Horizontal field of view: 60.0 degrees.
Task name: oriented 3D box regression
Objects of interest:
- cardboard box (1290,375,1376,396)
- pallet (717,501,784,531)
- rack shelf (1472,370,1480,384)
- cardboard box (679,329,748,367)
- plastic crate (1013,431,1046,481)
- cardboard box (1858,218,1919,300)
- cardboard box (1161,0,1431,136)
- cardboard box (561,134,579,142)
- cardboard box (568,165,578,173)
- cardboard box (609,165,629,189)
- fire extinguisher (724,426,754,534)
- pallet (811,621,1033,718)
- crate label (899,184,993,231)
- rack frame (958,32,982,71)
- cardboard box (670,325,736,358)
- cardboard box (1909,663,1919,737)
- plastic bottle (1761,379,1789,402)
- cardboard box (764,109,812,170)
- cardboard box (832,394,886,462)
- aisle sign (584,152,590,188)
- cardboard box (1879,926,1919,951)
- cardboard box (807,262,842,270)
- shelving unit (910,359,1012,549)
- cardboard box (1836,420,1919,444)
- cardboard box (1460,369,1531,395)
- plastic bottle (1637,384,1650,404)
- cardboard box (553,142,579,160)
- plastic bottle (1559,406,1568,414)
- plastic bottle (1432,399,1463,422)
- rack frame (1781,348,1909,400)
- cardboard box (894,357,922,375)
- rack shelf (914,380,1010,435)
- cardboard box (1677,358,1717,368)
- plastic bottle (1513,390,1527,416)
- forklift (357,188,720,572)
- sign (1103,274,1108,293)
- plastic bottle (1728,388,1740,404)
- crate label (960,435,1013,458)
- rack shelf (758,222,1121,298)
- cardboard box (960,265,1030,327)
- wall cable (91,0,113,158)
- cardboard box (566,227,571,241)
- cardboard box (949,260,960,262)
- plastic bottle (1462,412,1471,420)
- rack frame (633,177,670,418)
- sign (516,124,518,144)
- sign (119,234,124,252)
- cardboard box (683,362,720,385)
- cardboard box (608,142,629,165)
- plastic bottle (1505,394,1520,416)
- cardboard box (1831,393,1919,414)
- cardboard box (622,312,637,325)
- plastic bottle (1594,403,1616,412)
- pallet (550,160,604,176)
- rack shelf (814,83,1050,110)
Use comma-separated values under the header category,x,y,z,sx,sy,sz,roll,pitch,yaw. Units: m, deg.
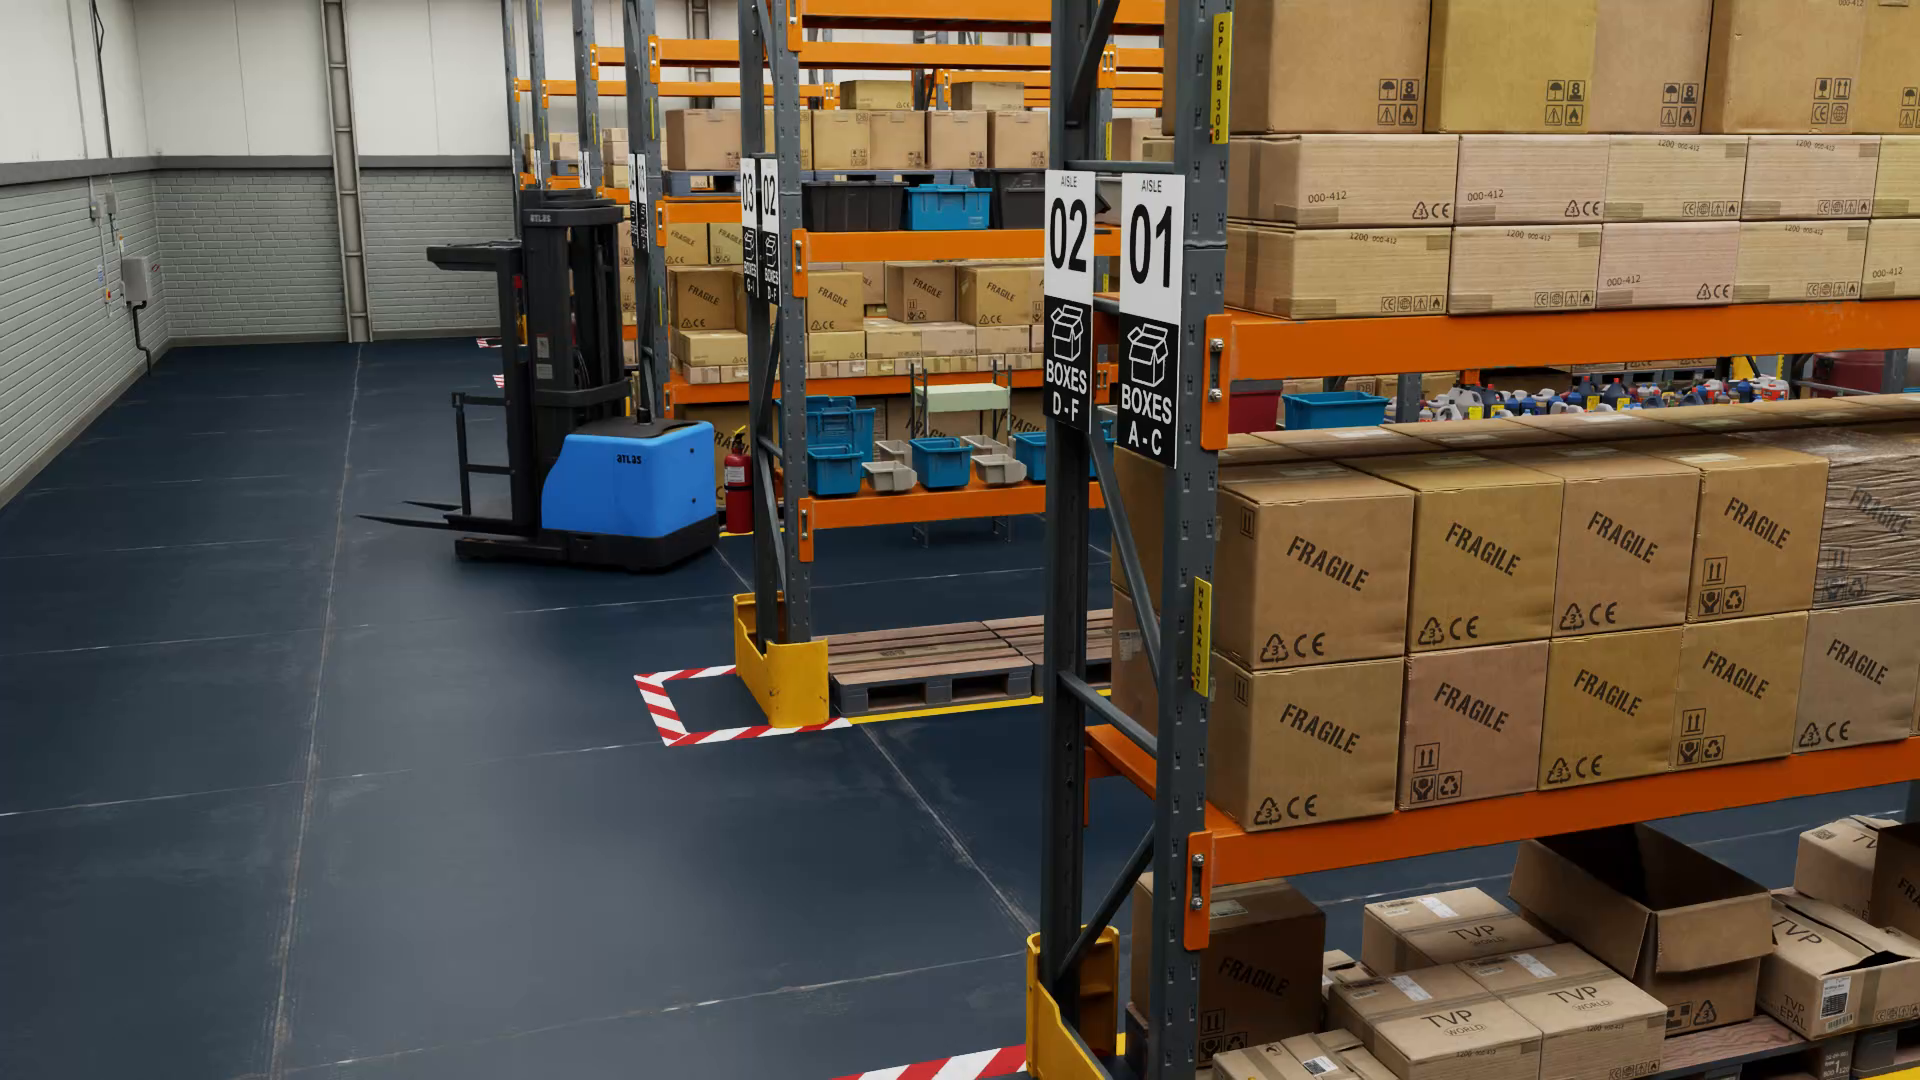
category,x,y,z,sx,sy,sz,roll,pitch,yaw
cardboard box,3.418,-1.251,16.602,0.875,0.875,1.225,-4,14,-18
pallet,-1.923,-0.319,15.030,1.213,0.211,1.003,-4,14,-18
rack shelf,6.822,-1.988,17.573,4.000,0.370,1.077,-4,14,-18
cardboard box,-2.115,-1.648,14.270,0.500,0.250,0.500,-5,14,-20
plastic crate,0.510,-0.505,10.014,0.300,0.233,0.416,-4,14,-18
cardboard box,2.966,-0.941,5.459,0.500,0.250,0.500,-4,14,-18
cardboard box,0.982,-1.463,4.952,0.500,0.500,0.700,-4,14,-18
cardboard box,-6.415,-6.647,27.725,0.500,0.250,0.500,-5,14,-18
cardboard box,-6.538,-6.212,27.836,0.250,0.149,0.380,-4,14,-18
cardboard box,-3.635,-4.059,18.566,0.500,0.250,0.500,-4,14,-16
fire extinguisher,-1.364,-0.383,10.244,0.183,0.674,0.296,-4,14,-18
pallet,-0.282,0.791,10.363,1.213,0.211,1.003,-4,14,-18
crate label,-0.099,-1.898,9.479,0.502,0.251,0.408,-4,14,-18
rack frame,0.179,-8.371,29.888,0.127,3.000,1.000,-4,14,-18
cardboard box,-2.281,-1.766,14.765,0.500,0.250,0.500,-5,14,-19
cardboard box,3.411,0.361,5.928,0.500,0.500,0.500,-4,14,-16
plastic bottle,6.041,-1.049,12.340,0.135,0.276,0.152,-4,14,-18
cardboard box,-1.609,-3.426,14.242,0.500,0.500,0.700,-5,14,-20
cardboard box,-1.213,-0.903,15.139,0.875,0.875,0.875,-4,14,-18
aisle sign,-4.116,-3.889,18.392,0.004,0.787,0.394,-4,14,-18
cardboard box,3.505,1.596,6.162,0.250,0.149,0.380,-4,14,-18
cardboard box,-1.684,-3.012,19.463,0.500,0.500,0.500,-5,14,-18
shelving unit,0.006,-0.730,13.971,0.755,1.500,0.431,-4,14,-18
cardboard box,3.410,-0.125,5.808,0.500,0.500,0.500,-5,14,-19
cardboard box,5.552,-1.609,17.256,0.500,0.250,0.500,-4,14,-16
plastic bottle,4.998,-1.010,12.184,0.097,0.271,0.097,0,13,0
cardboard box,-5.419,-5.466,23.357,0.500,0.250,0.500,-6,15,-23
plastic bottle,4.040,-0.751,11.071,0.133,0.283,0.061,-4,14,-18
plastic bottle,3.190,-0.743,10.890,0.185,0.351,0.144,-4,14,-18
rack frame,6.506,-1.104,12.302,0.127,3.000,1.000,-4,14,-18
cardboard box,-0.509,-1.565,14.783,0.250,0.149,0.380,-4,14,-17
rack shelf,0.006,-1.110,13.881,0.720,0.370,0.431,-4,14,-18
cardboard box,10.401,-2.982,23.882,0.875,0.875,0.875,-4,14,-18
plastic bottle,3.937,-0.923,11.807,0.135,0.276,0.152,-4,14,-18
forklift,-3.565,-1.367,13.554,3.031,2.935,1.130,5,14,20
sign,1.313,-2.233,15.008,0.005,0.325,0.100,-4,14,-18
plastic bottle,5.782,-1.037,12.448,0.097,0.201,0.097,0,13,0
crate label,0.174,-0.559,10.449,0.243,0.136,0.396,-4,14,-18
rack shelf,0.819,-1.771,10.177,4.000,0.370,1.077,-4,14,-18
cardboard box,0.308,-2.203,14.983,0.500,0.500,0.500,-4,14,-17
wall cable,-12.208,-7.008,24.076,0.133,3.039,2.988,-4,14,-18
cardboard box,-5.271,-4.281,23.284,0.500,0.500,0.500,-5,14,-19
cardboard box,-0.033,-3.434,20.449,0.250,0.149,0.380,-4,14,-15
plastic bottle,3.325,-0.695,10.837,0.133,0.283,0.061,-4,14,-18
rack frame,-2.656,-1.600,14.387,0.127,3.000,1.000,-4,14,-18
sign,-7.230,-6.627,27.152,0.005,0.325,0.100,-4,14,-18
sign,-11.864,-4.198,23.525,0.001,0.242,0.339,-4,14,-18
cardboard box,-2.214,-1.432,14.222,0.250,0.149,0.380,-4,14,-17
cardboard box,-3.634,-4.301,18.504,0.500,0.250,0.500,-4,14,-17
plastic bottle,3.867,-0.884,11.657,0.097,0.271,0.097,0,13,0
cardboard box,3.755,-0.284,6.479,0.500,0.500,0.500,-4,14,-17
cardboard box,-3.731,-2.525,18.819,0.250,0.149,0.380,-5,14,-19
plastic bottle,4.372,-0.785,11.227,0.135,0.276,0.152,-4,14,-18
pallet,-5.117,-5.247,23.427,1.213,0.211,1.003,-4,14,-18
rack shelf,-0.130,-6.590,24.821,4.000,0.370,1.077,-4,14,-18
